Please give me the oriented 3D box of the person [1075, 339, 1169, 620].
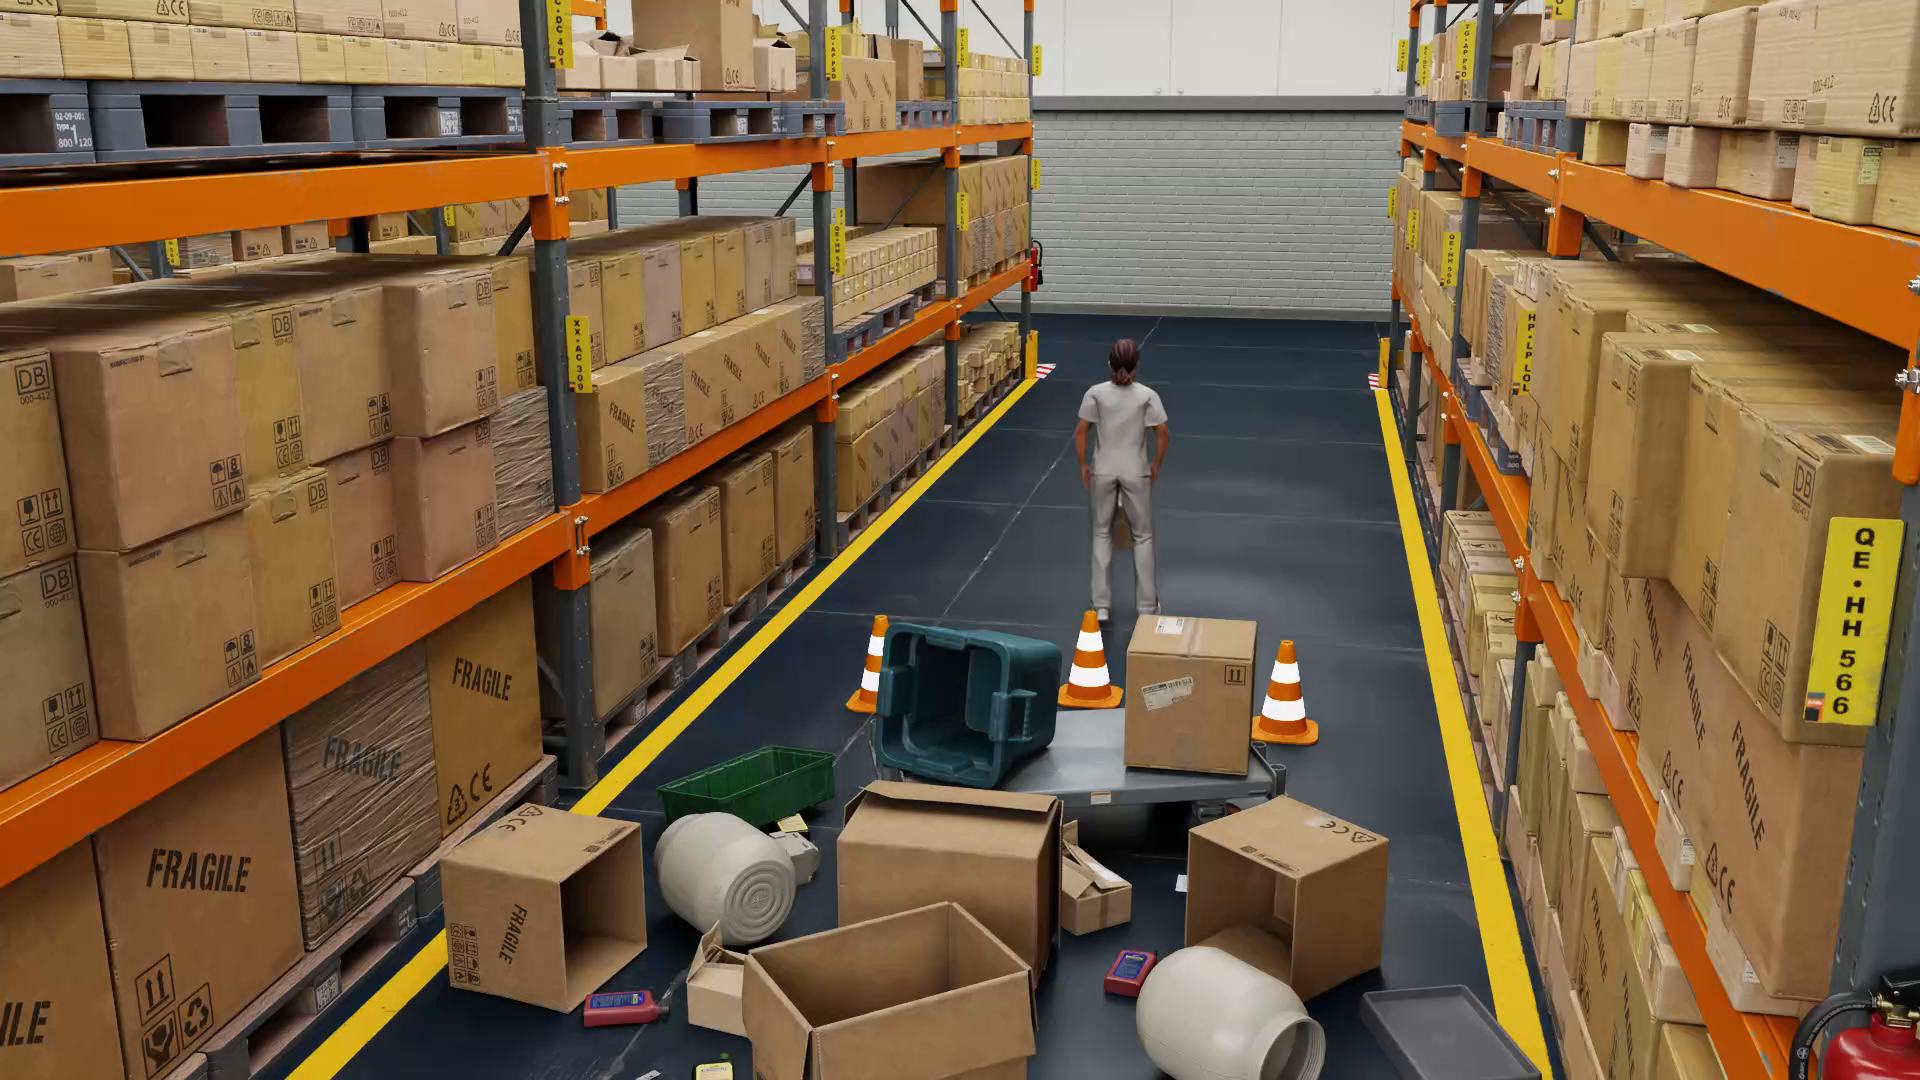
[{"bbox_3d":[0.957,-0.359,9.904,0.557,1.655,0.400,3,15,11],"label":"person"}]
